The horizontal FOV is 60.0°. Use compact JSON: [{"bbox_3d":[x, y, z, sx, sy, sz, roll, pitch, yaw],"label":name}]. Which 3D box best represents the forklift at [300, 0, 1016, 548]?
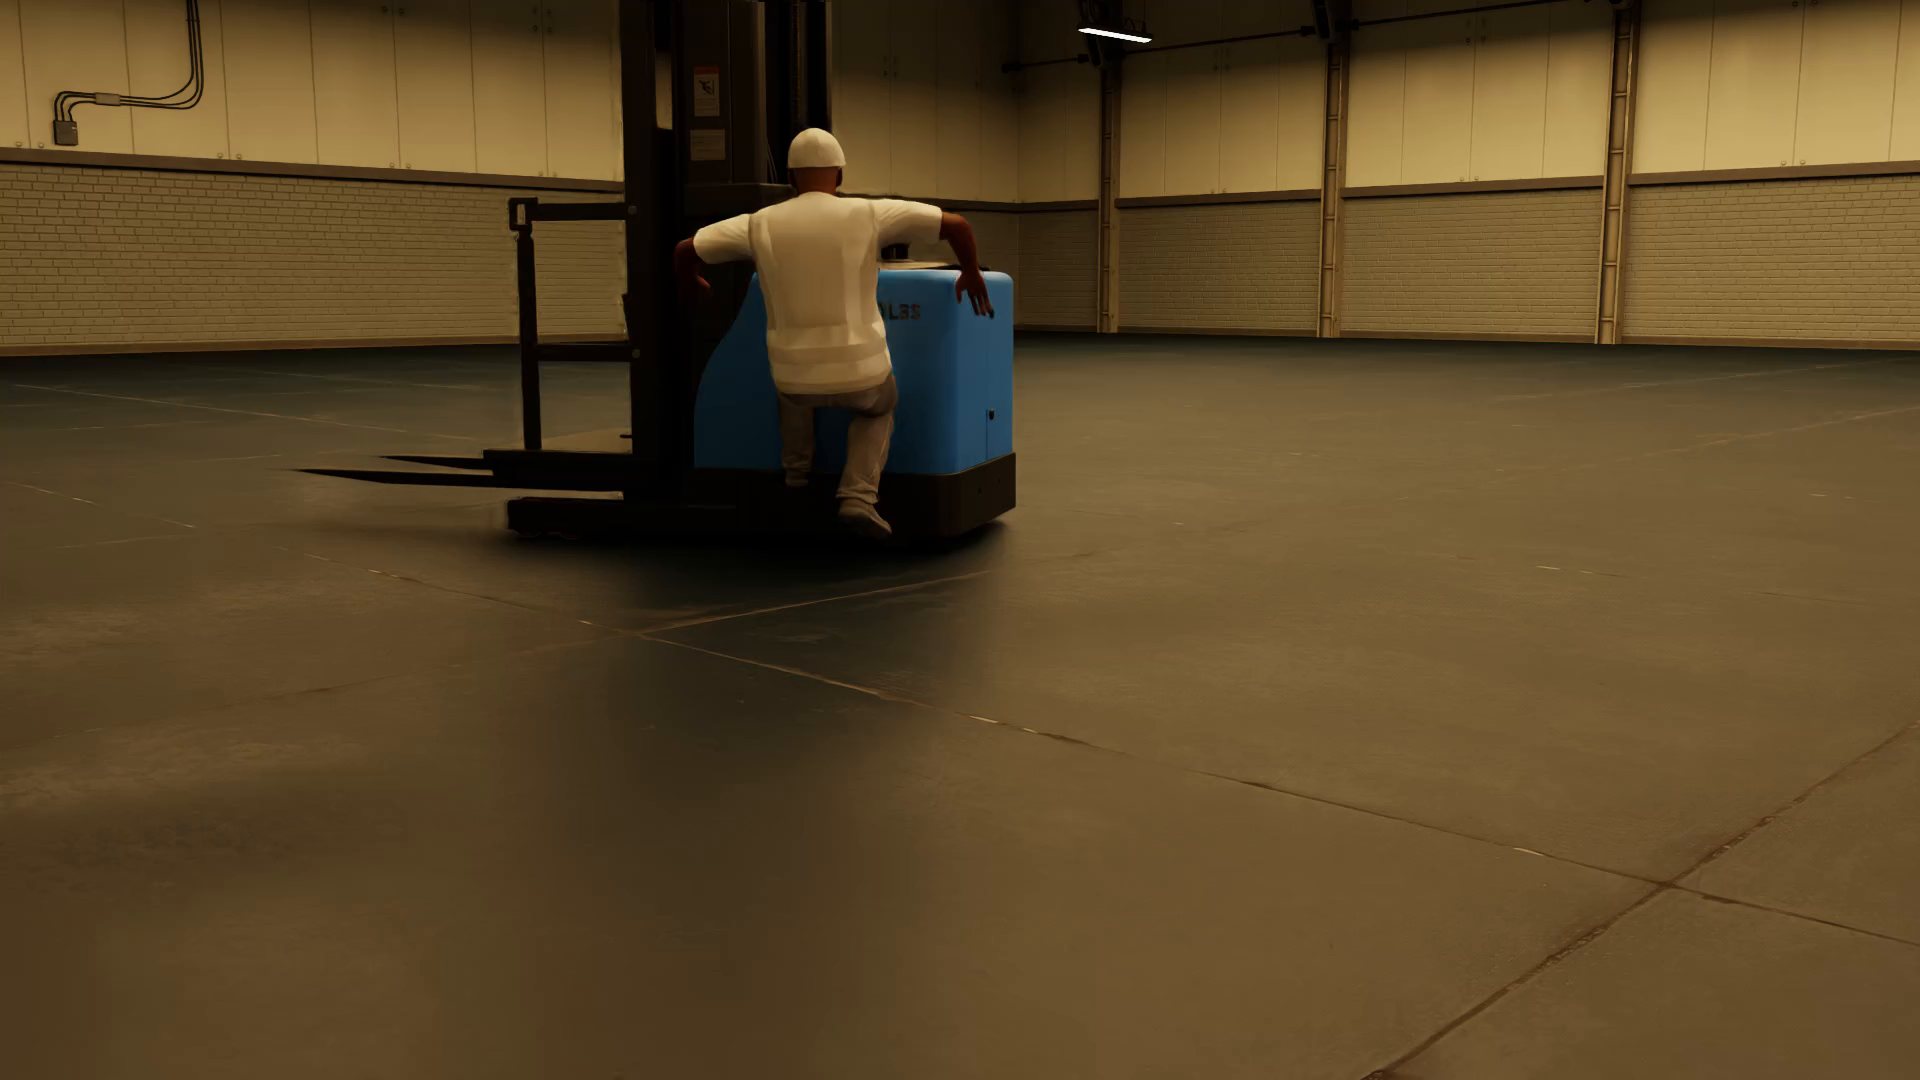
[{"bbox_3d":[-1.336,-1.519,6.964,3.031,2.935,1.130,2,9,16],"label":"forklift"}]

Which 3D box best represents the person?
[{"bbox_3d":[-0.476,-0.732,6.128,1.186,1.500,0.842,0,9,3],"label":"person"}]
